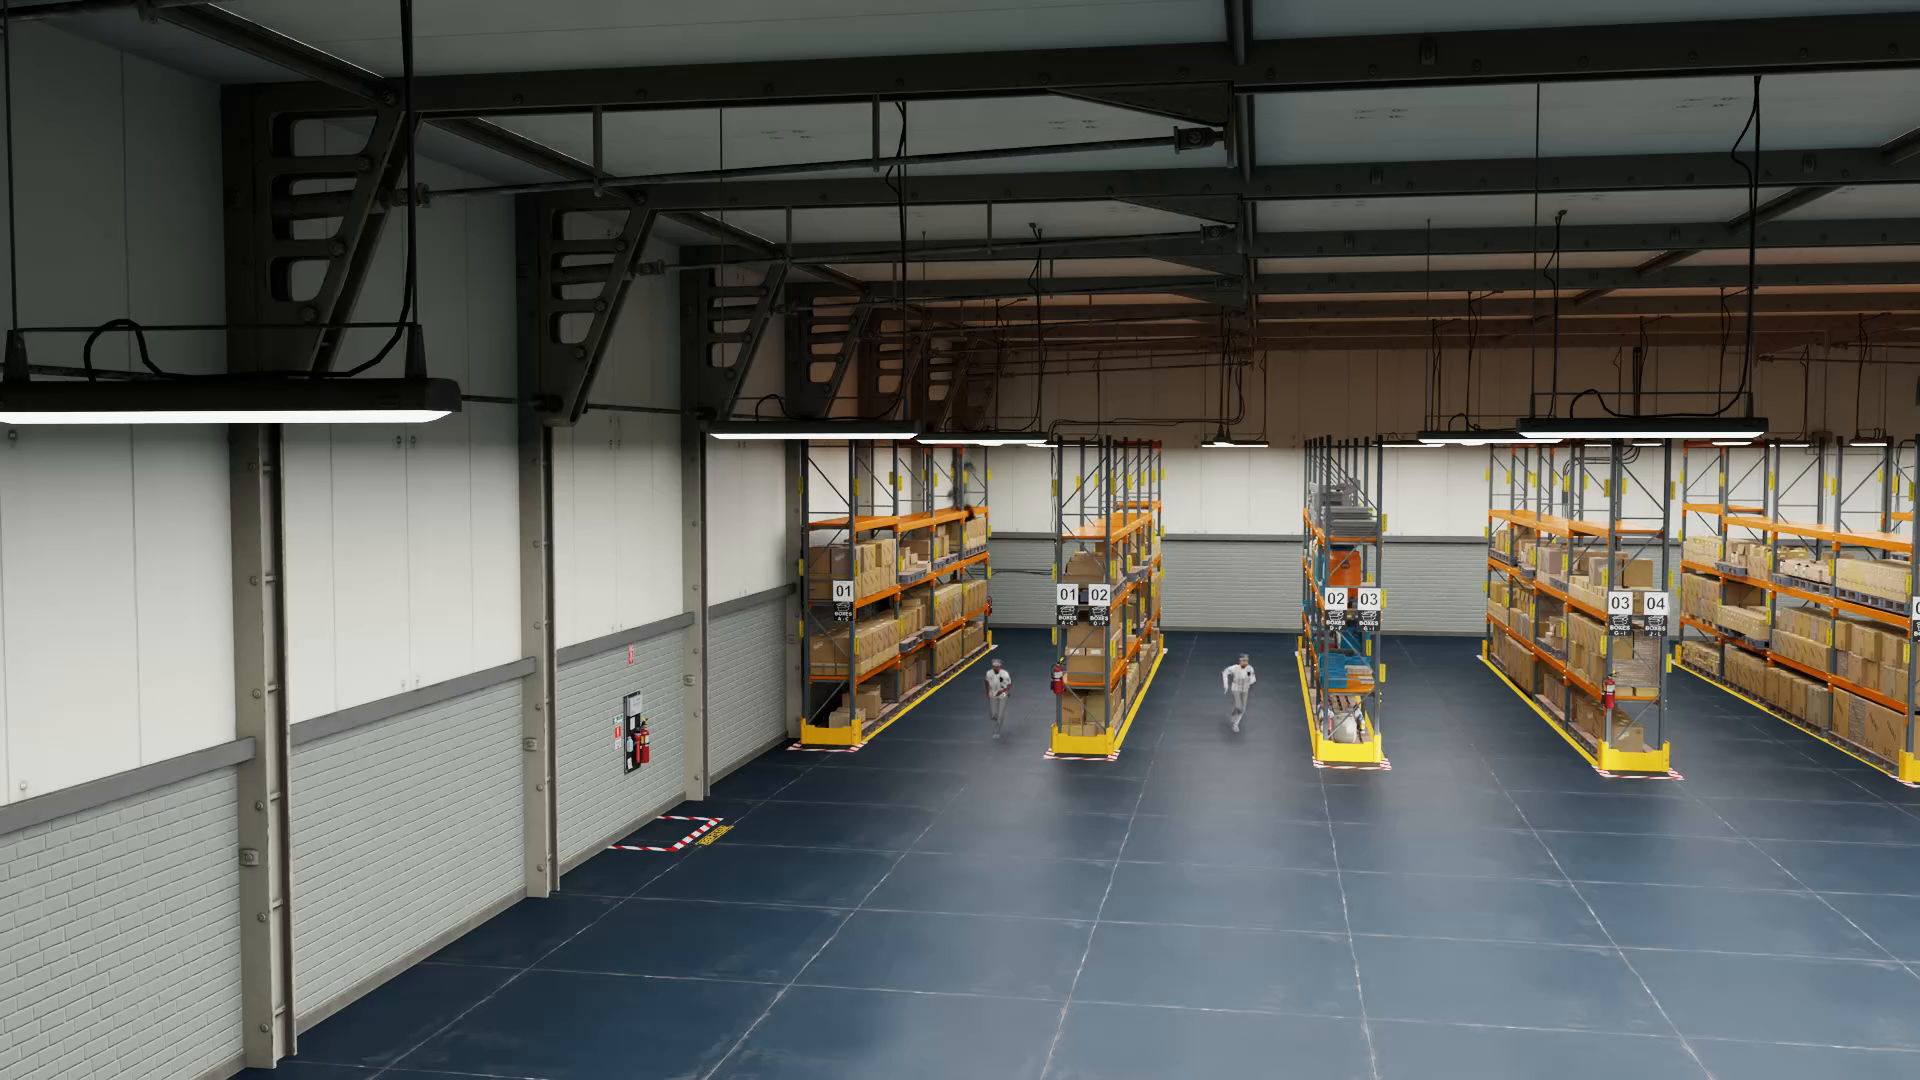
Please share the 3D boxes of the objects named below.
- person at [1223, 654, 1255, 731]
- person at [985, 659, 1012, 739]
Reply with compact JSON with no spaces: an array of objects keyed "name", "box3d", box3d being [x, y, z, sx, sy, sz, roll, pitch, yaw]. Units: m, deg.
[{"name":"person","box3d":[5.689,3.096,33.729,0.602,1.611,0.693,-1,3,-13]},{"name":"person","box3d":[0.758,3.147,33.097,0.563,1.618,0.697,1,3,10]}]
